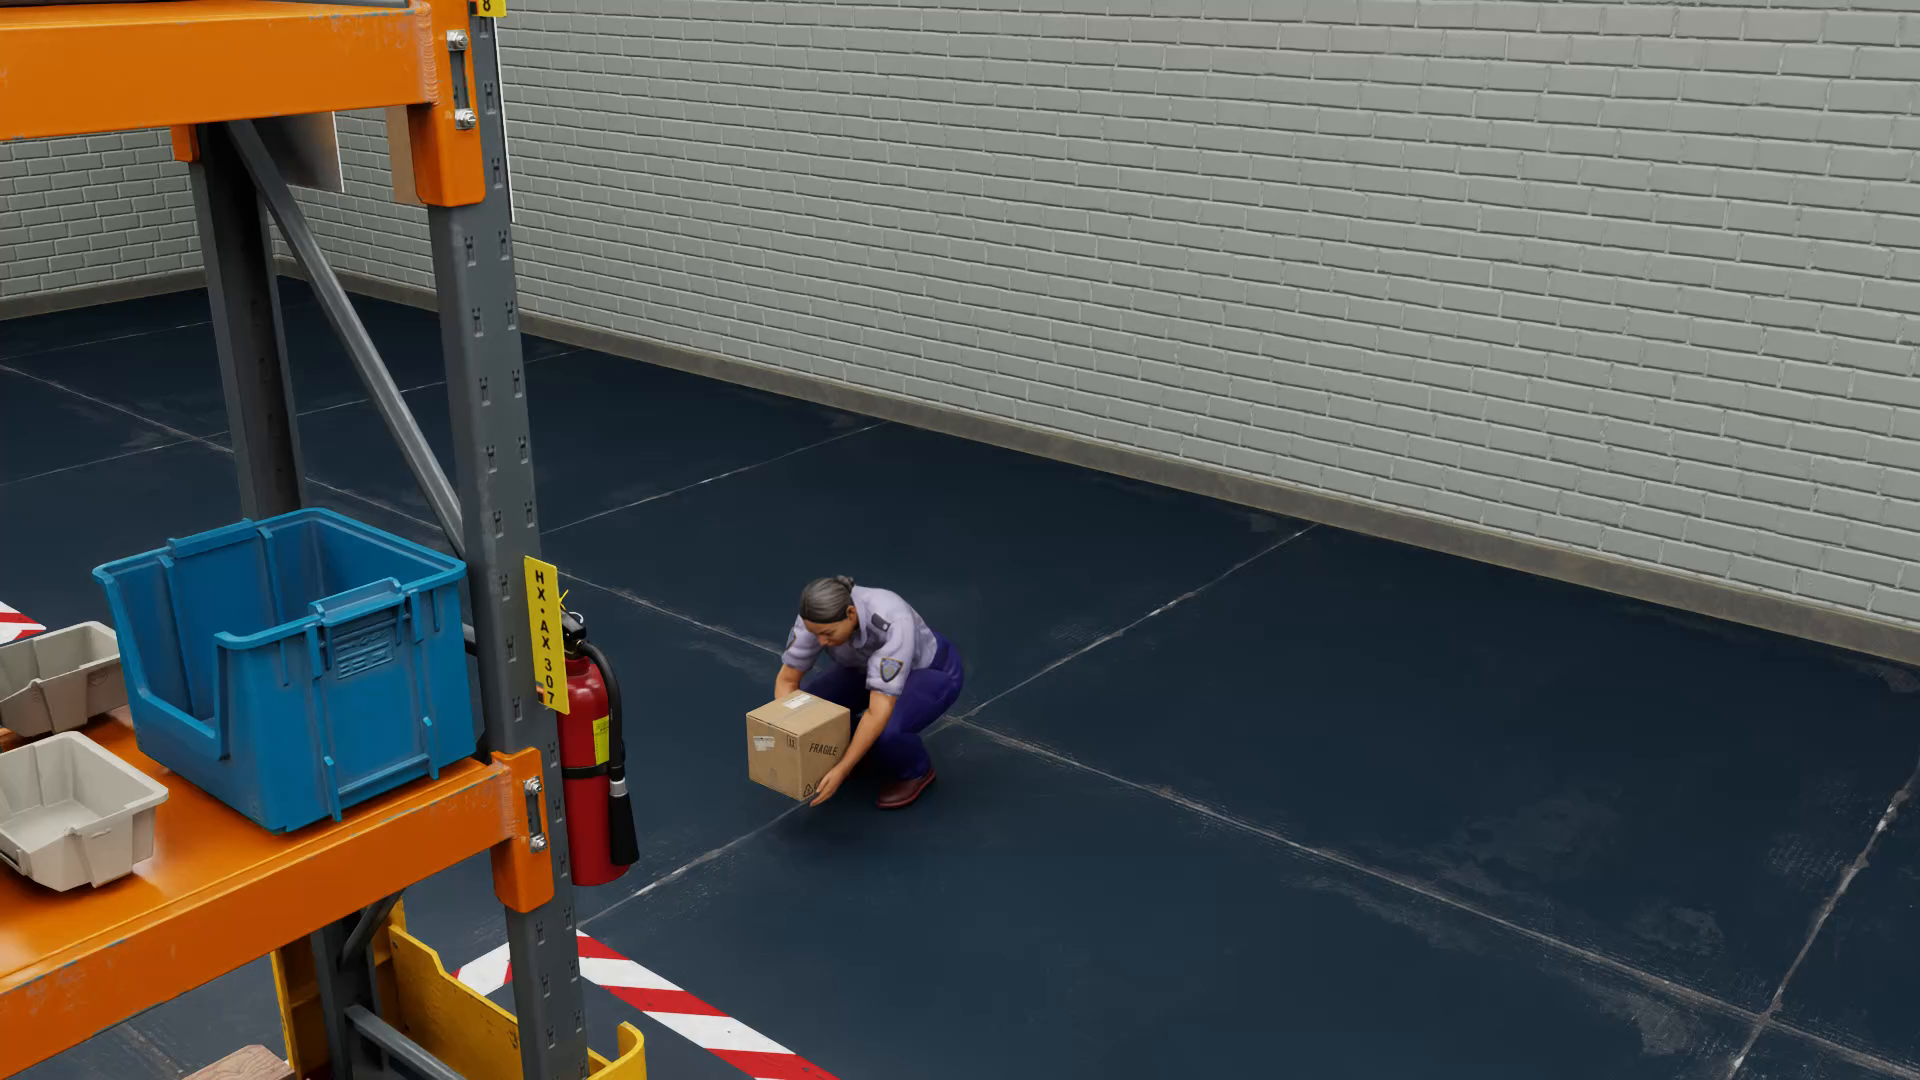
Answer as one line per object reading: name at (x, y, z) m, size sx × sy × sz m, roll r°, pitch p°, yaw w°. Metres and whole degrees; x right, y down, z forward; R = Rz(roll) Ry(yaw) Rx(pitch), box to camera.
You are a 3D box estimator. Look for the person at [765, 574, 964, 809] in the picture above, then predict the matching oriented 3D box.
person at (-0.332, 0.487, 5.851) m, size 0.536 × 0.919 × 0.827 m, roll 16°, pitch 26°, yaw 37°
